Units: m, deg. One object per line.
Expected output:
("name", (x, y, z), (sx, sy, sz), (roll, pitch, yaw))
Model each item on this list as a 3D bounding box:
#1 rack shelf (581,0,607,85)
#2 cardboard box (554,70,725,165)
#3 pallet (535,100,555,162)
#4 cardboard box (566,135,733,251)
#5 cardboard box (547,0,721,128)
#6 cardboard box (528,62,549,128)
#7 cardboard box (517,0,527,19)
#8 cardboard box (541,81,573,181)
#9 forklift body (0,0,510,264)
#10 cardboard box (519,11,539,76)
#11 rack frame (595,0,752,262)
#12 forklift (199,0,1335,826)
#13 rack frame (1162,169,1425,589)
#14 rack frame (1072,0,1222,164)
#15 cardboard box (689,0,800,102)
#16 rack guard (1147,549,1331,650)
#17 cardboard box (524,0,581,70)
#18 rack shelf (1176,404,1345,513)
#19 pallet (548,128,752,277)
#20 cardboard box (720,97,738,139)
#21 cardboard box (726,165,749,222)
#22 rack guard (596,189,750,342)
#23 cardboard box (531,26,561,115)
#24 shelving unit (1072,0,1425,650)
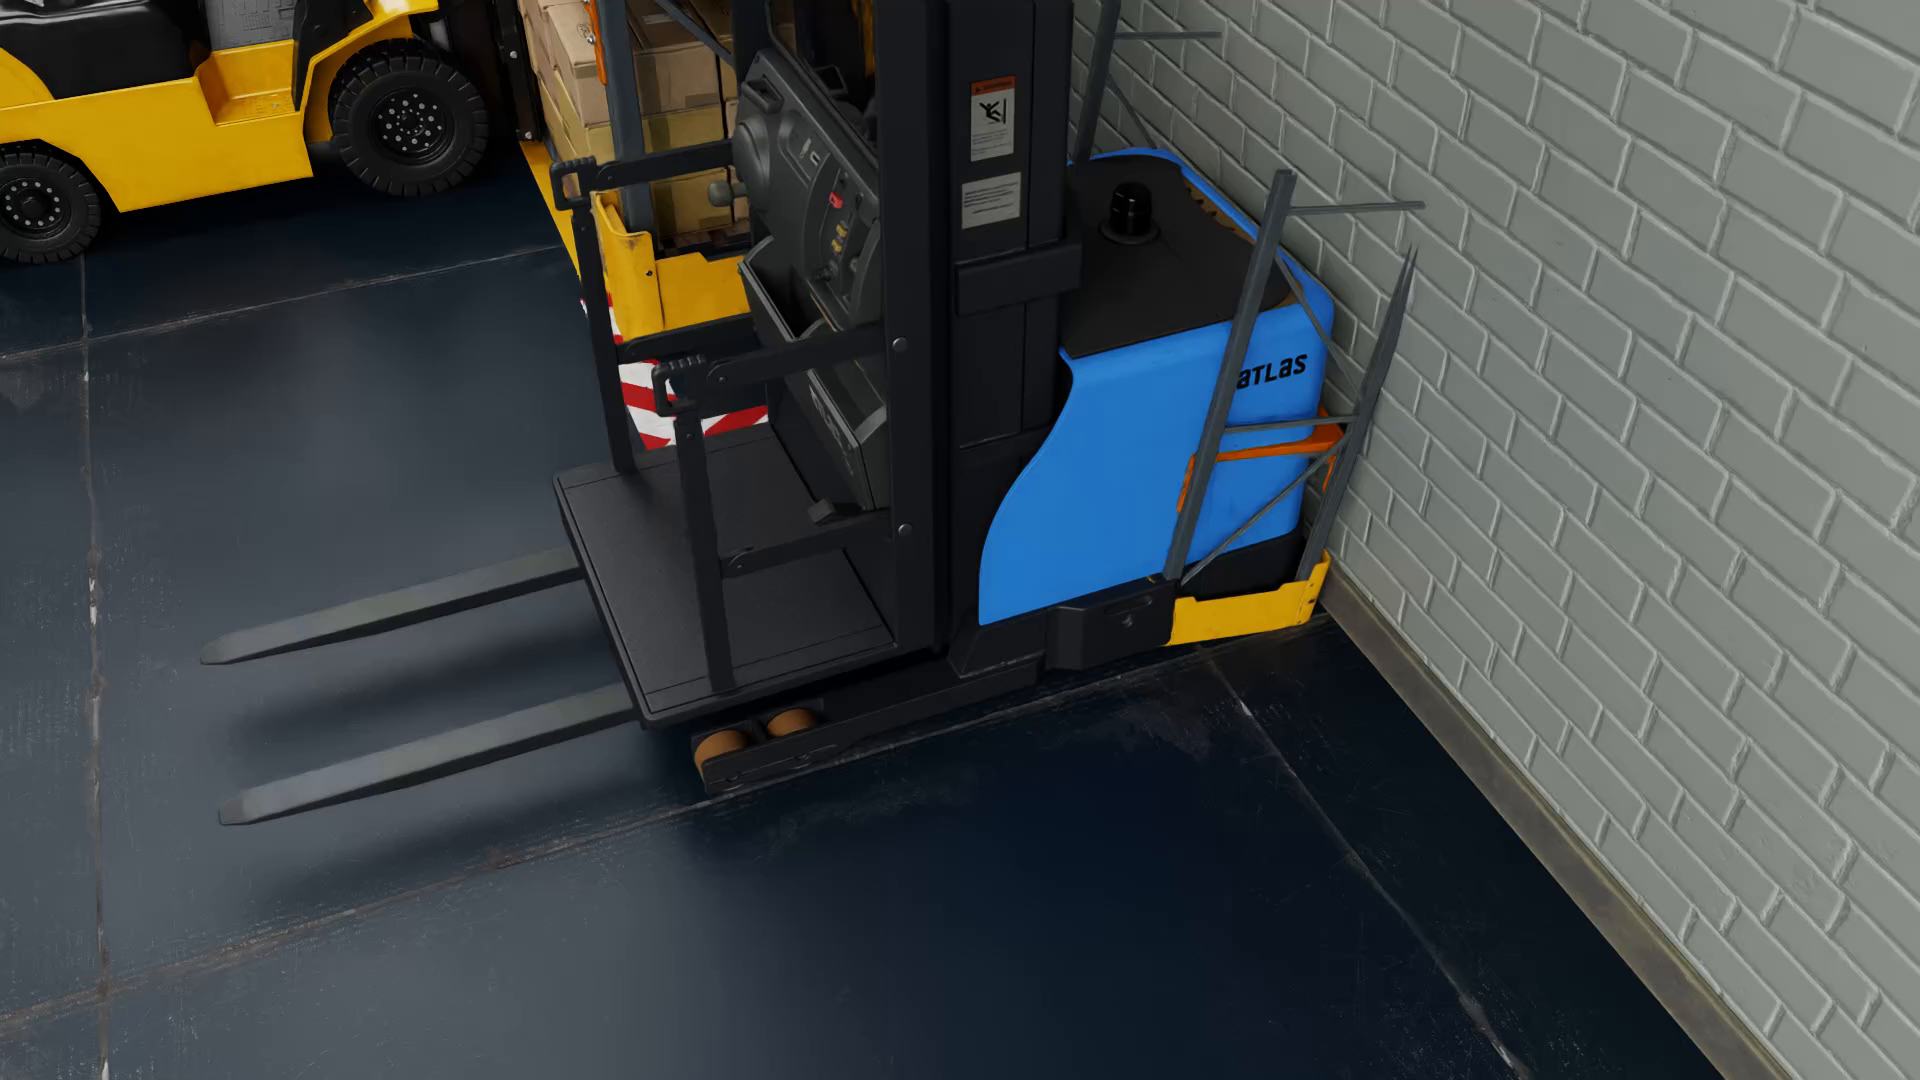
("rack shelf", (-1.478, -2.984, 6.971), (1.077, 0.370, 4.000), (-15, 43, -17))
("cardboard box", (-1.188, -1.573, 6.182), (0.500, 0.250, 0.500), (-16, 43, -17))
("pallet", (-1.507, -2.178, 7.621), (1.003, 0.211, 1.213), (-15, 43, -17))
("cardboard box", (-1.185, -1.373, 6.332), (0.500, 0.250, 0.500), (-15, 43, -17))
("cardboard box", (-1.177, -1.747, 6.001), (0.500, 0.250, 0.500), (-14, 43, -15))
("cardboard box", (-1.549, -1.978, 7.036), (0.500, 0.250, 0.500), (-15, 43, -16))
("cardboard box", (-1.581, -2.355, 6.707), (0.500, 0.250, 0.500), (-15, 43, -16))
("cardboard box", (-1.366, -1.674, 6.683), (0.500, 0.250, 0.500), (-15, 43, -17))
("forklift body", (-3.124, -2.417, 6.411), (2.313, 2.155, 1.214), (-15, 43, -17))
("cardboard box", (-1.587, -2.184, 6.892), (0.500, 0.250, 0.500), (-16, 43, -18))
("rack frame", (-0.713, -2.052, 5.335), (1.000, 3.000, 0.127), (-15, 43, -17))
("forklift", (-0.563, -0.831, 3.969), (3.031, 2.935, 1.130), (-16, 43, -17))
("rack frame", (0.873, -0.305, 4.429), (0.500, 1.500, 0.032), (-7, 41, -20))
("rack frame", (0.532, -0.942, 5.145), (0.500, 1.500, 0.032), (-7, 41, -20))
("cardboard box", (-0.722, -1.884, 6.160), (0.500, 0.250, 0.500), (-16, 43, -18))
("rack guard", (0.780, 0.165, 4.831), (0.587, 0.250, 0.087), (-7, 41, -20))
("cardboard box", (-1.378, -2.053, 6.357), (0.500, 0.250, 0.500), (-14, 43, -16))
("rack shelf", (0.678, -0.485, 4.899), (0.538, 0.185, 1.000), (-7, 41, -20))
("pallet", (-1.044, -1.445, 6.768), (1.003, 0.211, 1.213), (-15, 43, -17))
("cardboard box", (-0.701, -1.693, 6.321), (0.500, 0.250, 0.500), (-14, 43, -16))
("cardboard box", (-0.720, -1.513, 6.496), (0.500, 0.250, 0.500), (-15, 43, -17))
("rack guard", (-0.704, -1.089, 6.133), (1.175, 0.500, 0.348), (-15, 43, -17))
("cardboard box", (-1.370, -1.878, 6.537), (0.500, 0.250, 0.500), (-16, 43, -17))
("shelving unit", (0.699, -0.629, 4.794), (0.587, 1.500, 1.083), (-7, 41, -20))
